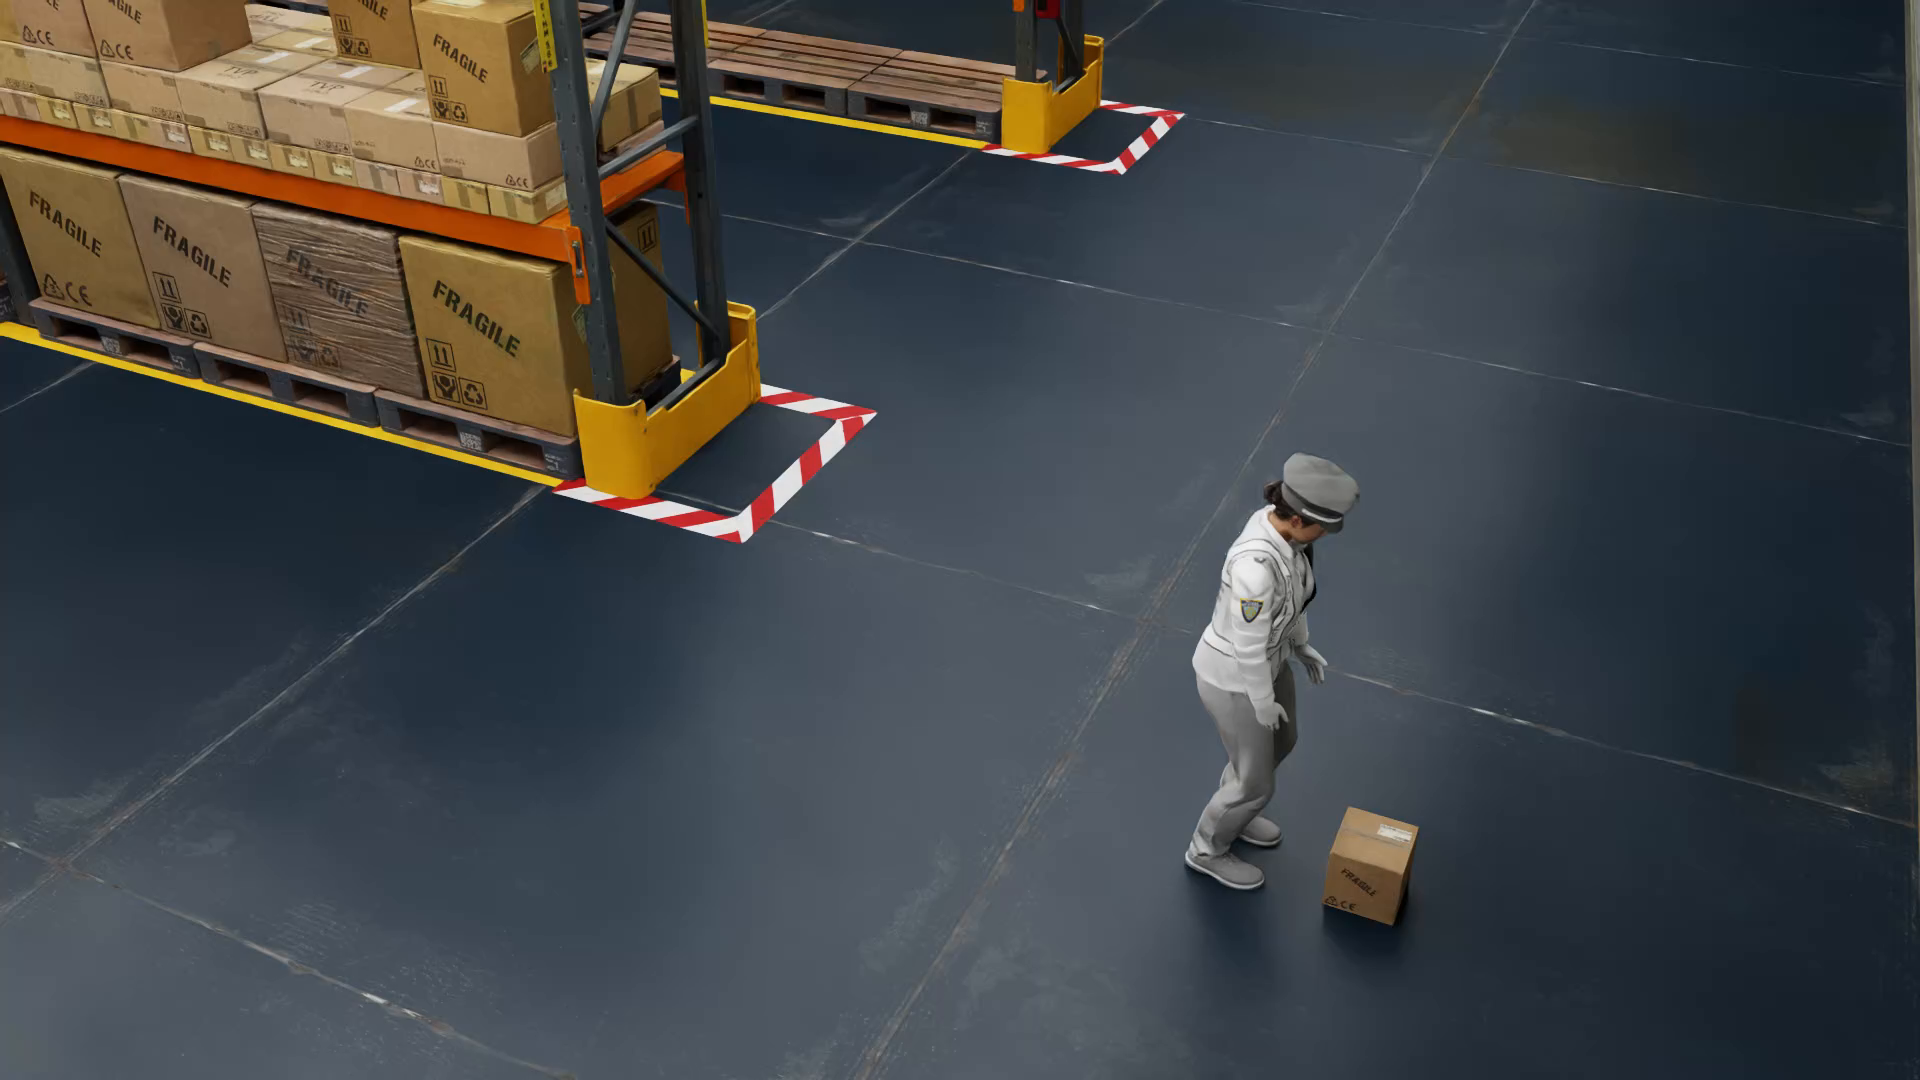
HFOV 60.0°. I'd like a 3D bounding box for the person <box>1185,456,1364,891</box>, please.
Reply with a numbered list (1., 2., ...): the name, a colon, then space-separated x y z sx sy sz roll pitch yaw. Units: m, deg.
1. person: 1.013 0.442 5.538 0.466 1.616 0.504 15 37 22
